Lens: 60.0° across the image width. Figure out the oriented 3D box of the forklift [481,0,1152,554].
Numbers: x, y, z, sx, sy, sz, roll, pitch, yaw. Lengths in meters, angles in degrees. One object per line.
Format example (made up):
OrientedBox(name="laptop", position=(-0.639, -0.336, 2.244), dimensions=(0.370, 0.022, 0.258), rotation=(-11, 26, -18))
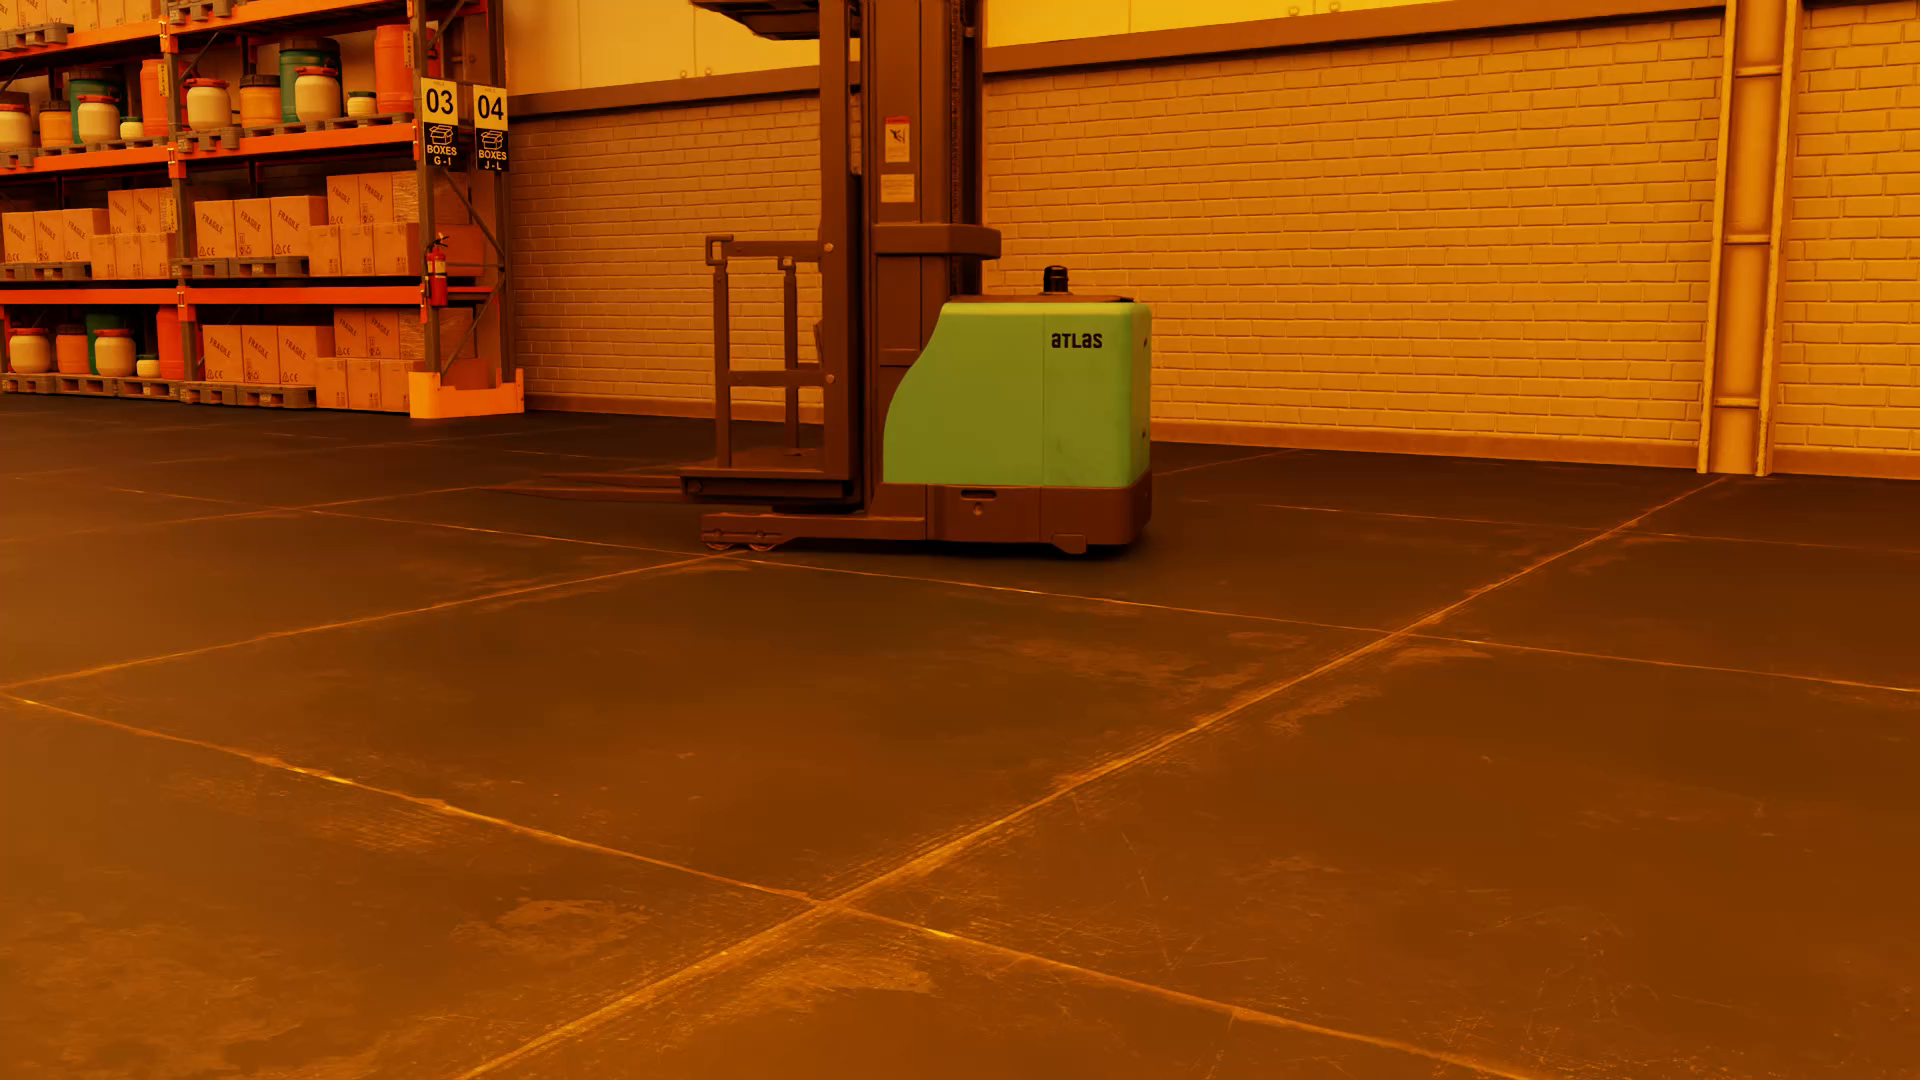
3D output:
OrientedBox(name="forklift", position=(-0.669, -1.471, 7.535), dimensions=(3.031, 2.935, 1.130), rotation=(2, 8, 12))
